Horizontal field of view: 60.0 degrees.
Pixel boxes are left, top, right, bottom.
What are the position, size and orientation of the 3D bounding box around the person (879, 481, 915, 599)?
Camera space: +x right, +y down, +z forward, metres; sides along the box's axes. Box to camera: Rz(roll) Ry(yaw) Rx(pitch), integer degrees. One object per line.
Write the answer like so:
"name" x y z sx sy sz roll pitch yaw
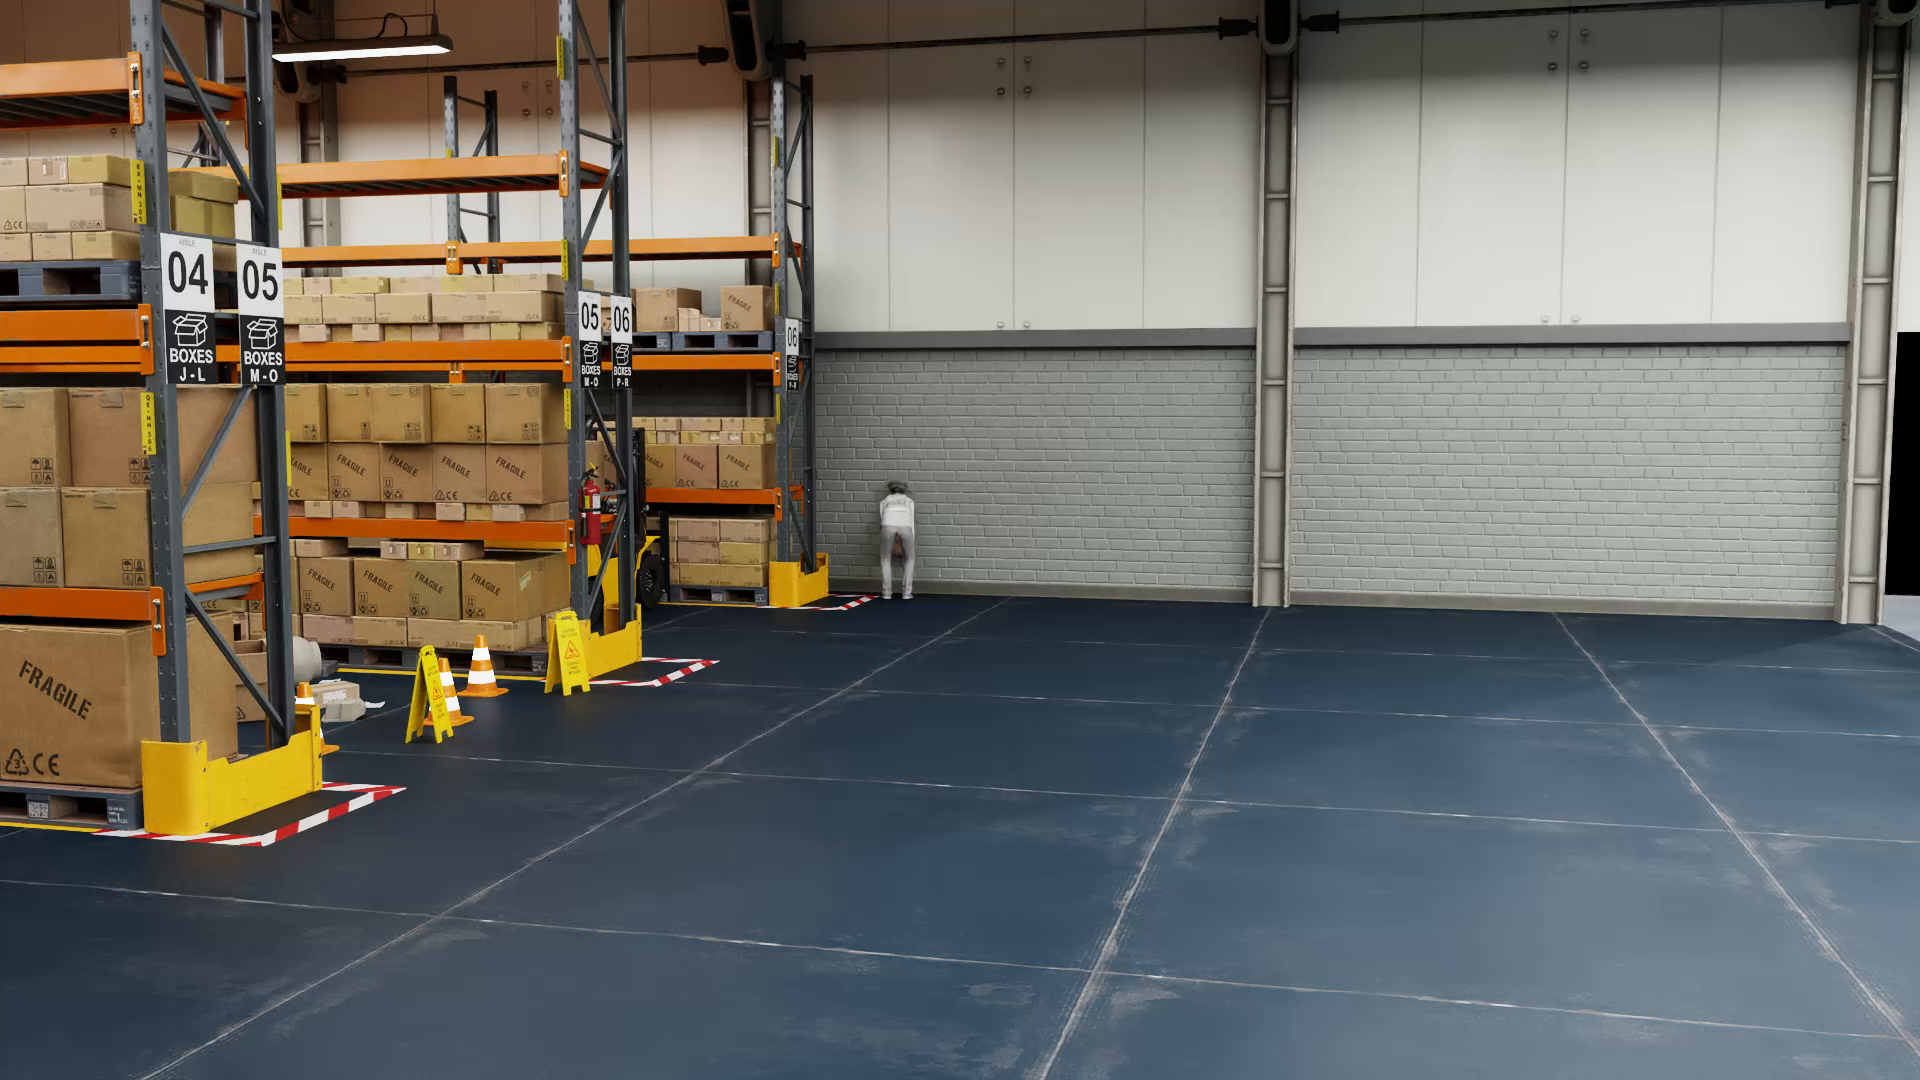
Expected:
"person" -0.732 -0.005 19.413 0.417 1.358 0.849 0 5 0
